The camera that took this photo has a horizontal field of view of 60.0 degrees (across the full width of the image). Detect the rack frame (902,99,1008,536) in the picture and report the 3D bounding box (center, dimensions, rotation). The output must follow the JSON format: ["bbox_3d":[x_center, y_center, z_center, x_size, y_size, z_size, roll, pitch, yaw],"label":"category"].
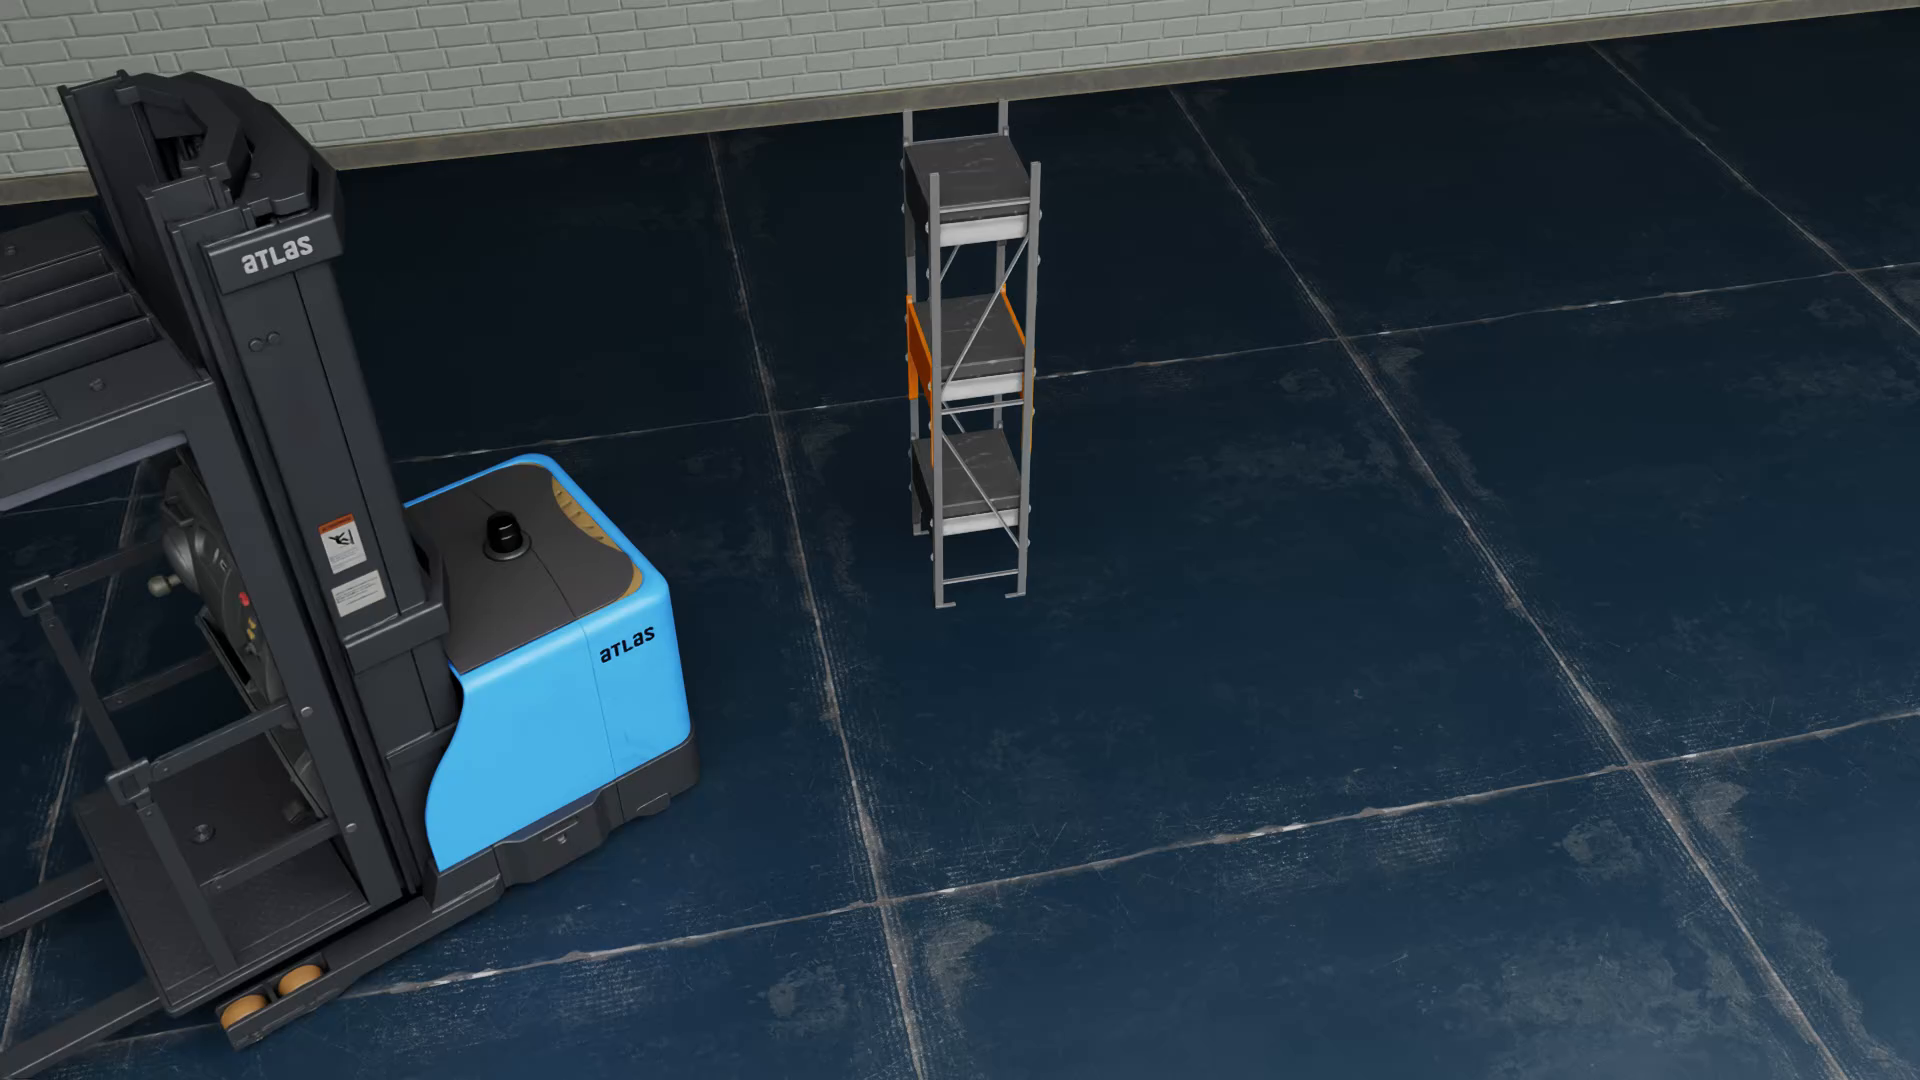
[{"bbox_3d":[-0.017,-0.836,6.892,0.400,2.100,0.015,-8,42,-9],"label":"rack frame"}]

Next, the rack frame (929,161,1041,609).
[{"bbox_3d":[0.088,-0.520,6.536,0.400,2.100,0.015,-8,42,-9],"label":"rack frame"}]

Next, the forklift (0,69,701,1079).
[{"bbox_3d":[-2.475,0.203,5.095,3.031,2.935,1.130,-27,48,-27],"label":"forklift"}]

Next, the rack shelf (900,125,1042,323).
[{"bbox_3d":[0.036,-1.191,6.258,0.431,0.518,0.480,-8,42,-9],"label":"rack shelf"}]

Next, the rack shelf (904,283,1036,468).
[{"bbox_3d":[0.036,-0.668,6.723,0.431,0.518,0.480,-8,42,-9],"label":"rack shelf"}]

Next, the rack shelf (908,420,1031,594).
[{"bbox_3d":[0.036,-0.144,7.188,0.431,0.518,0.480,-8,42,-9],"label":"rack shelf"}]

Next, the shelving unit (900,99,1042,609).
[{"bbox_3d":[0.036,-0.678,6.714,0.431,2.100,0.503,-8,42,-9],"label":"shelving unit"}]
